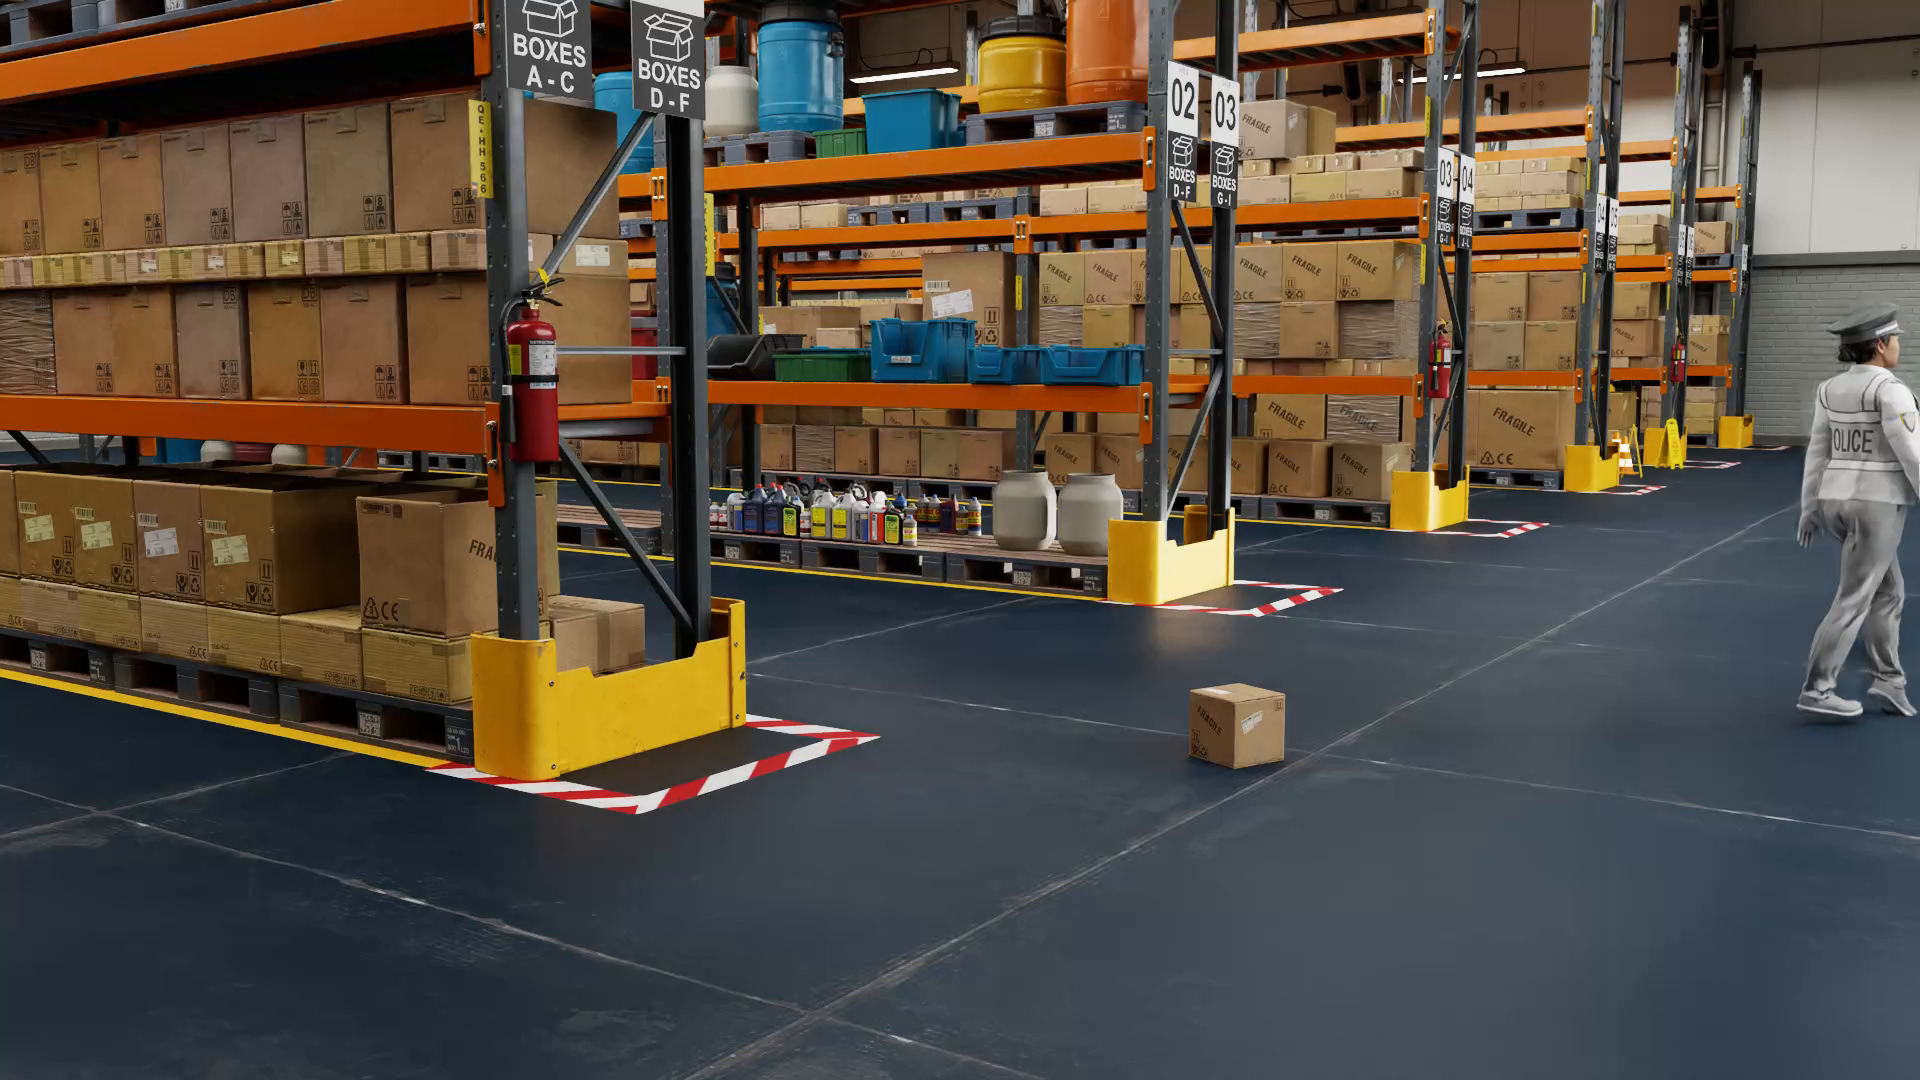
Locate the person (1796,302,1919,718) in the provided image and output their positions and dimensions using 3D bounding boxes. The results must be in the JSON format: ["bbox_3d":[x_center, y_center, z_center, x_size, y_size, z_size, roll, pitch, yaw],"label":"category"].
[{"bbox_3d":[3.720,-0.083,6.735,0.643,1.744,0.532,-1,6,-7],"label":"person"}]
